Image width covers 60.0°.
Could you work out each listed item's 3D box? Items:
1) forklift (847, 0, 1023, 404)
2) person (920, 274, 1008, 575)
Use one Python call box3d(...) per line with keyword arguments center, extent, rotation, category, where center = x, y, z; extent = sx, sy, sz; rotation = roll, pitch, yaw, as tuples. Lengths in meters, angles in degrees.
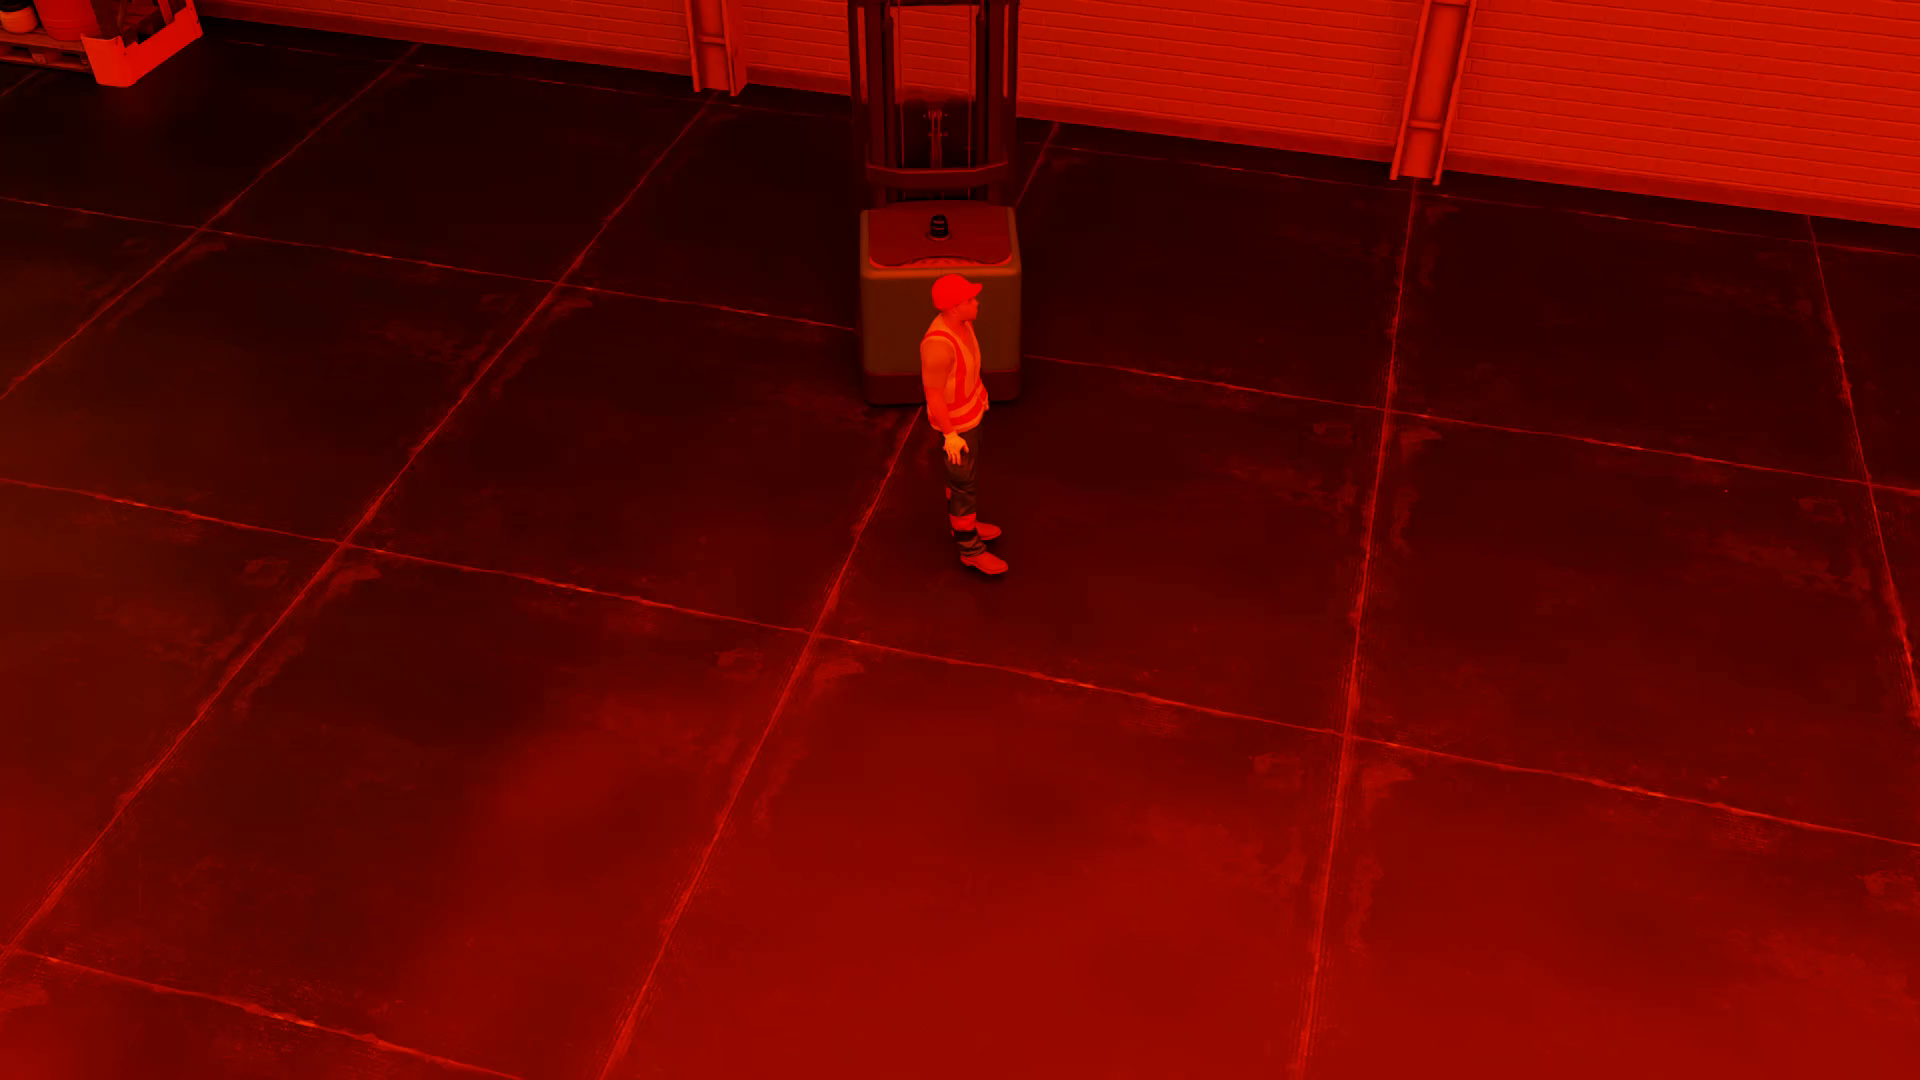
box3d(center=(-0.183, -2.955, 11.232), extent=(1.130, 2.935, 3.031), rotation=(-2, 41, -2), category="forklift")
box3d(center=(0.074, -0.687, 9.439), extent=(0.563, 1.788, 0.638), rotation=(10, 42, 11), category="person")
